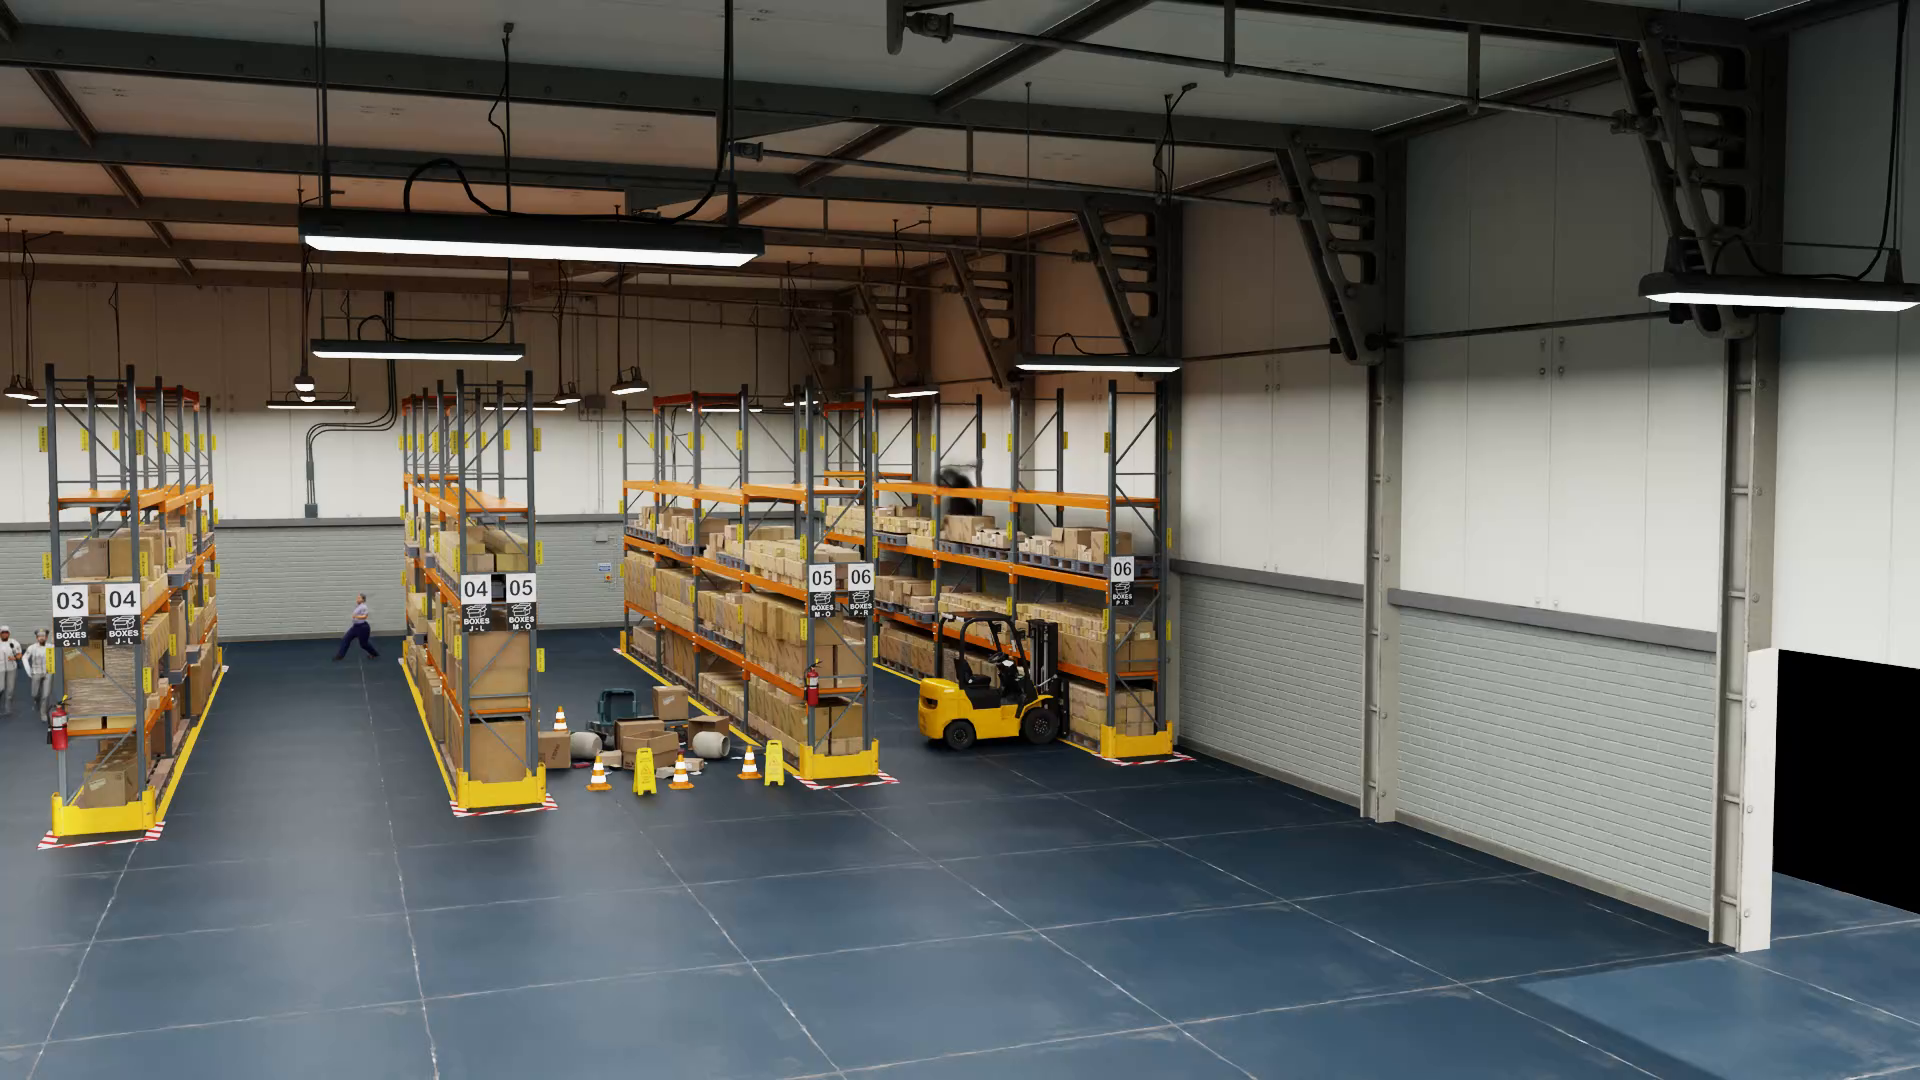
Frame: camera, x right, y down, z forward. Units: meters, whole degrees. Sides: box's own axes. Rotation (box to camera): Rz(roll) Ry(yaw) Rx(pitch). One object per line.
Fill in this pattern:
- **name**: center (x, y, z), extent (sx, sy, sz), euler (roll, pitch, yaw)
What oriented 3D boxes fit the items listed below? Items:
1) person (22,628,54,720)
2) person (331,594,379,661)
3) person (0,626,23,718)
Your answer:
- **person**: center (-16.568, 2.426, 30.029), extent (0.645, 1.659, 0.558), euler (-2, 4, -25)
- **person**: center (-13.806, 1.999, 38.115), extent (1.051, 1.503, 0.709), euler (-3, 5, -45)
- **person**: center (-17.454, 2.401, 30.382), extent (0.579, 1.667, 0.669), euler (-3, 4, -37)
